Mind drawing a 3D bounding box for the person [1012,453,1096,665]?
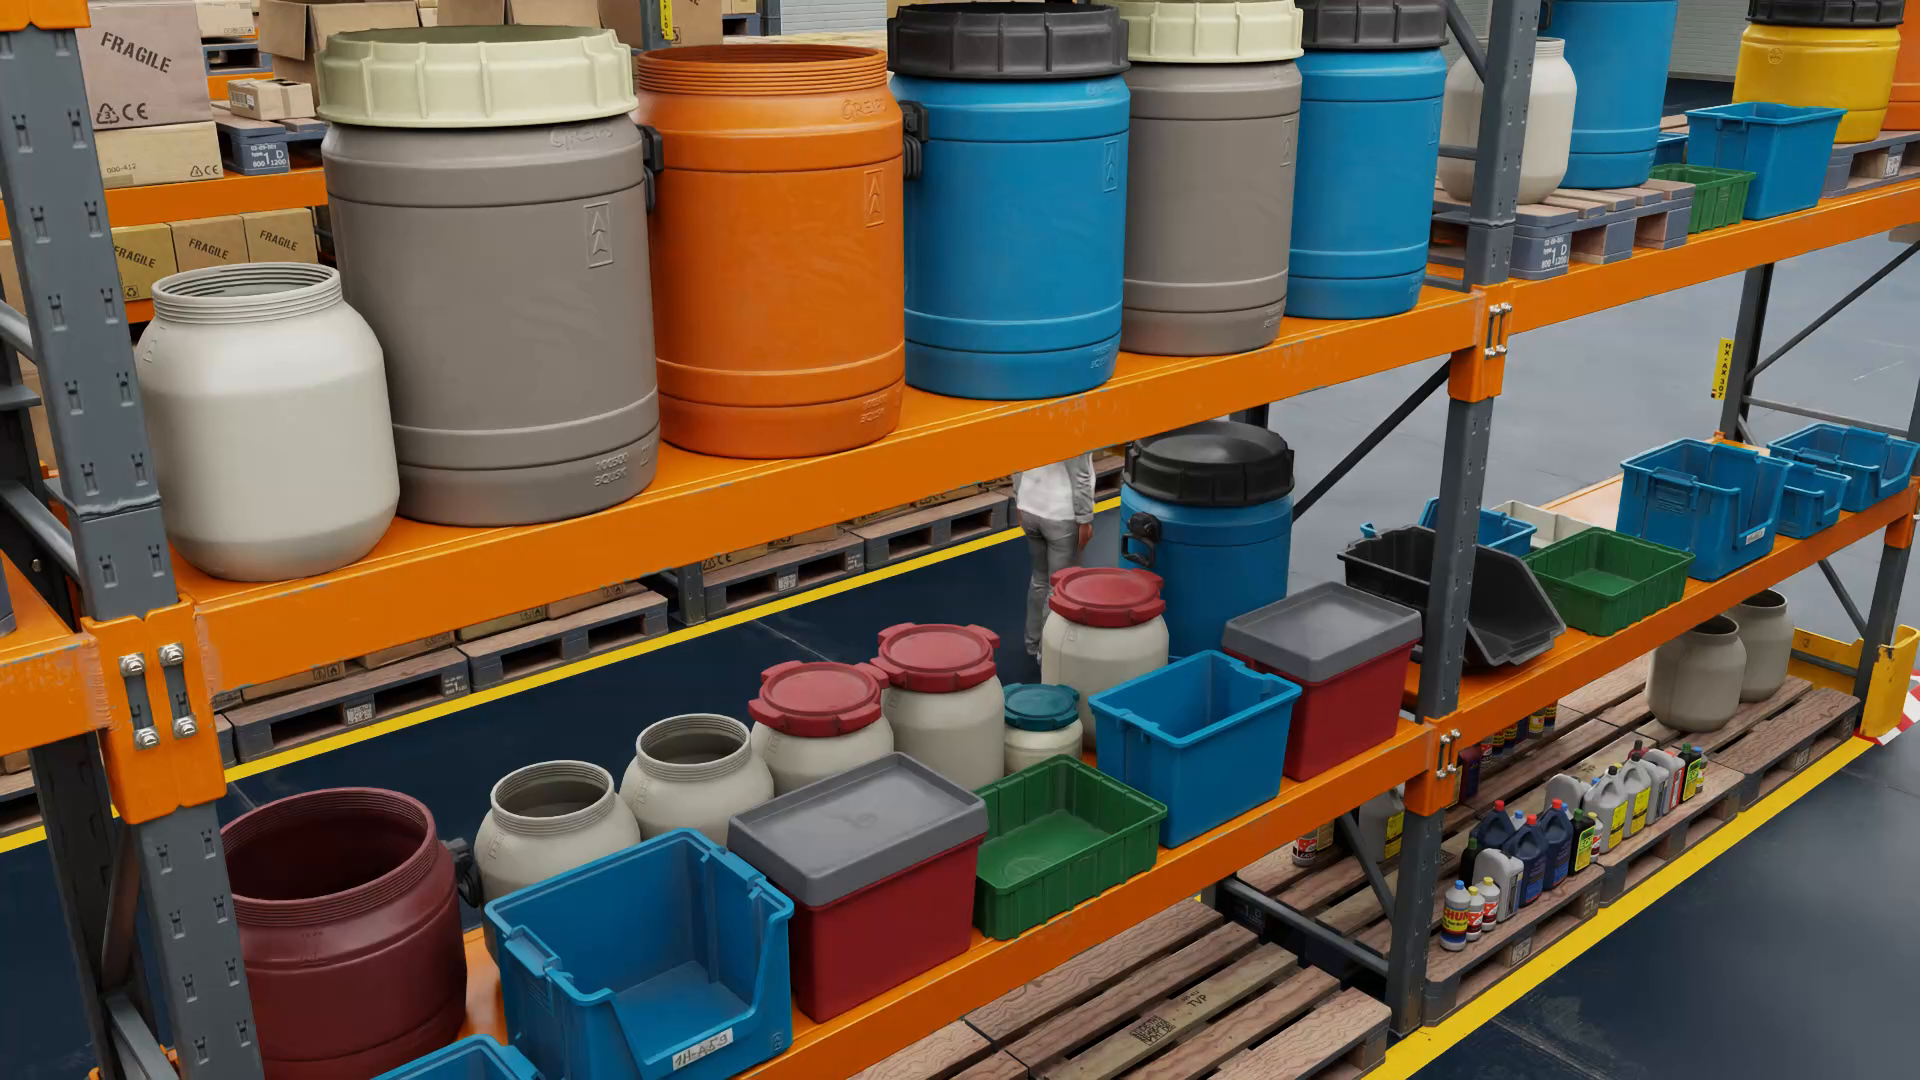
[{"bbox_3d":[0.534,-0.159,8.961,0.439,1.772,0.540,-16,26,-37],"label":"person"}]
